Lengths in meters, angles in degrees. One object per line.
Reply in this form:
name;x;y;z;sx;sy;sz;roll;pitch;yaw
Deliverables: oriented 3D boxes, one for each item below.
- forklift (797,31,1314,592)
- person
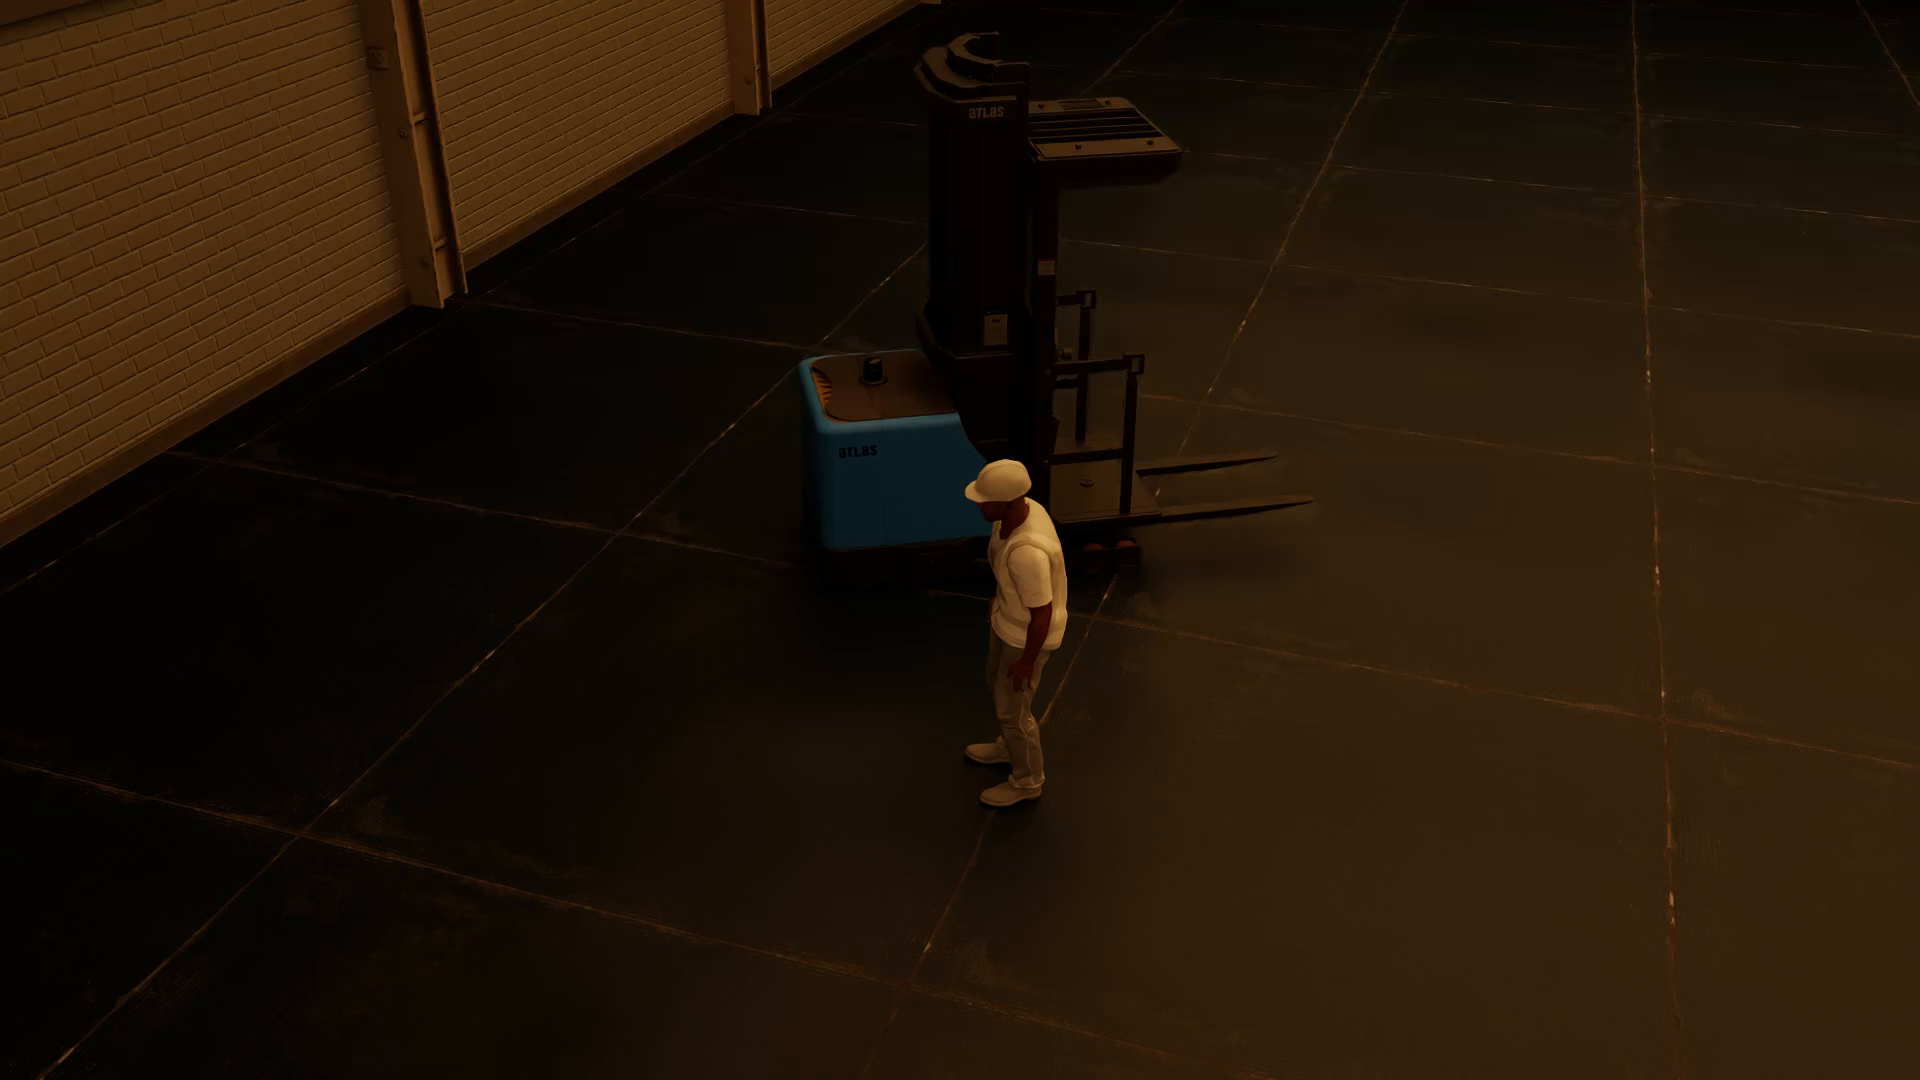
forklift;0.598;-1.334;9.477;3.031;2.935;1.130;-6;30;-10
person;0.245;0.405;7.612;0.460;1.759;0.636;-4;30;-8
